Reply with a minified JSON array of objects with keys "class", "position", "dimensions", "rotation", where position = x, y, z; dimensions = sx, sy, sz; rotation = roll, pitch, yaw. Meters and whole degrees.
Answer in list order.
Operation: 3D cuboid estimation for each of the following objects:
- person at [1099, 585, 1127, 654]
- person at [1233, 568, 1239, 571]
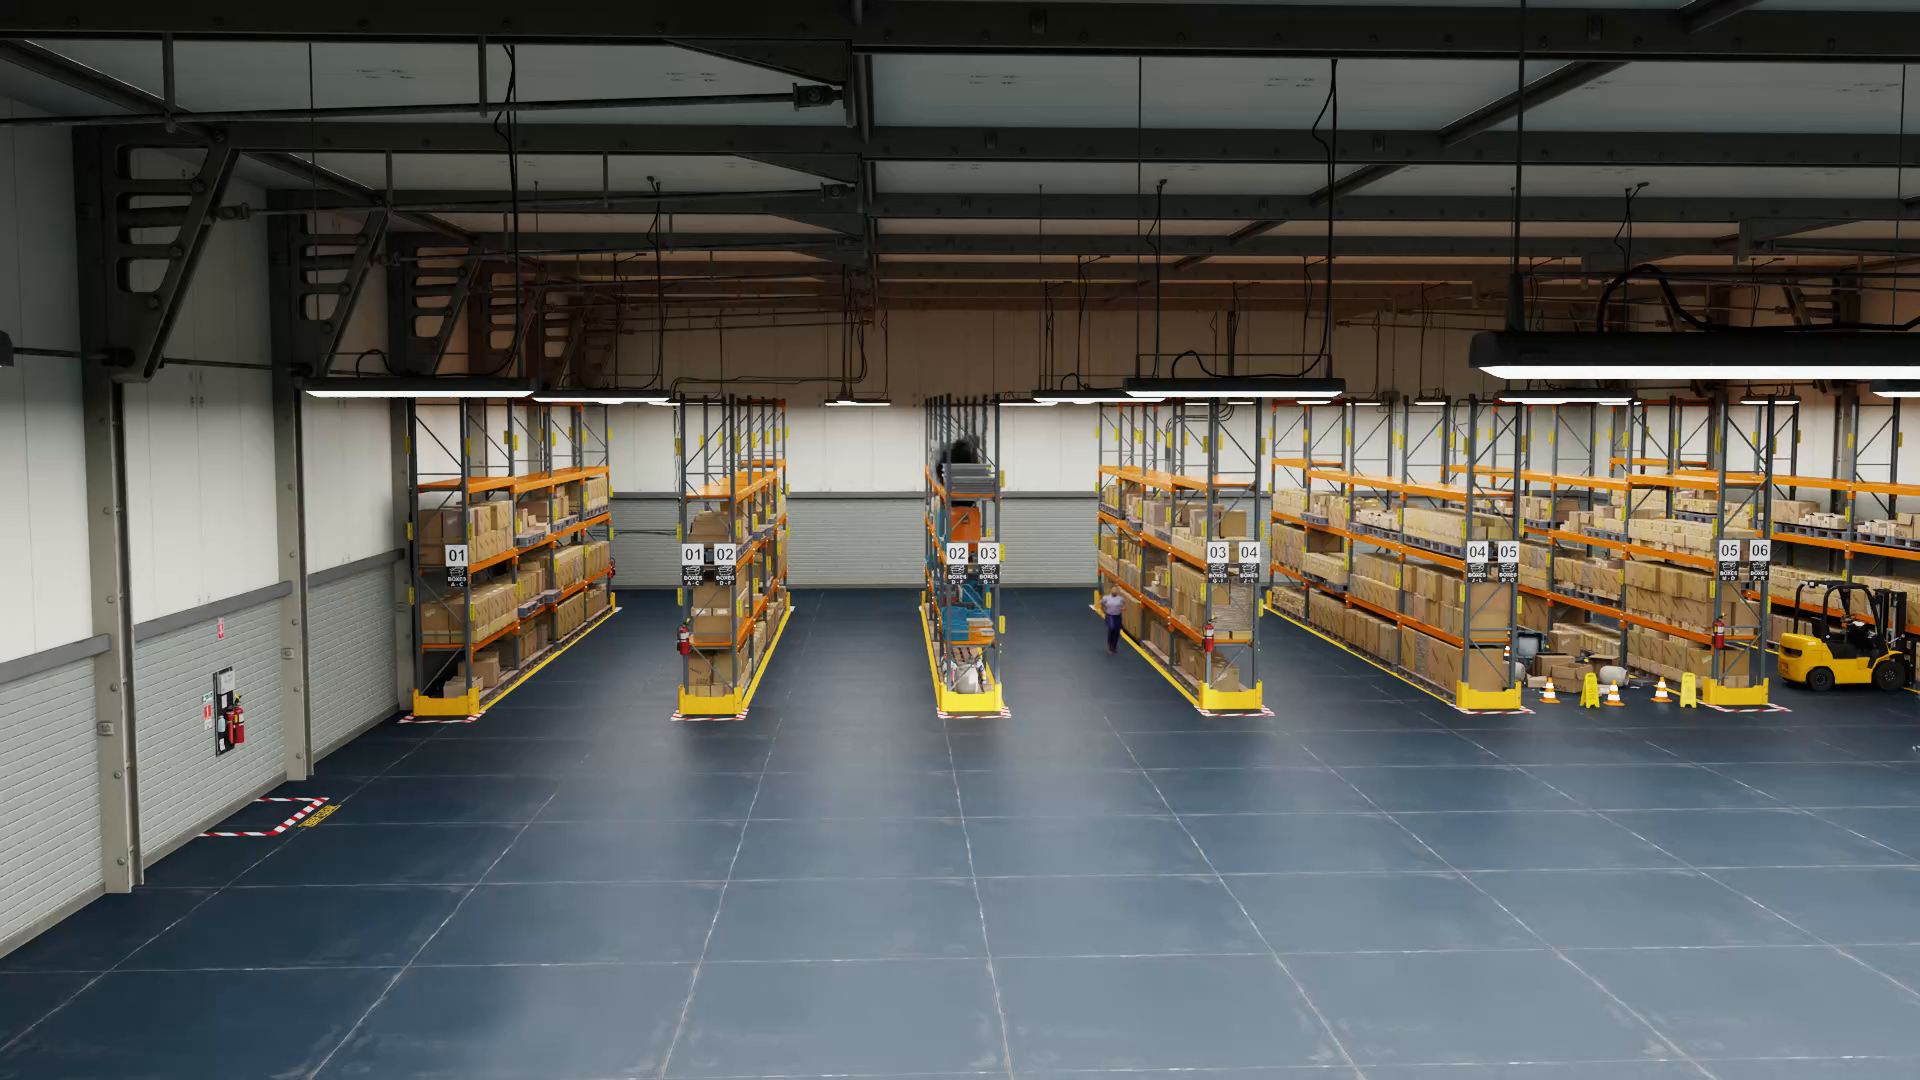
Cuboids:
[{"class":"person","position":[3.537,1.842,38.262],"dimensions":[0.579,1.608,0.837],"rotation":[-1,5,-12]},{"class":"person","position":[7.733,1.228,46.529],"dimensions":[0.584,1.628,0.545],"rotation":[0,5,-5]}]
